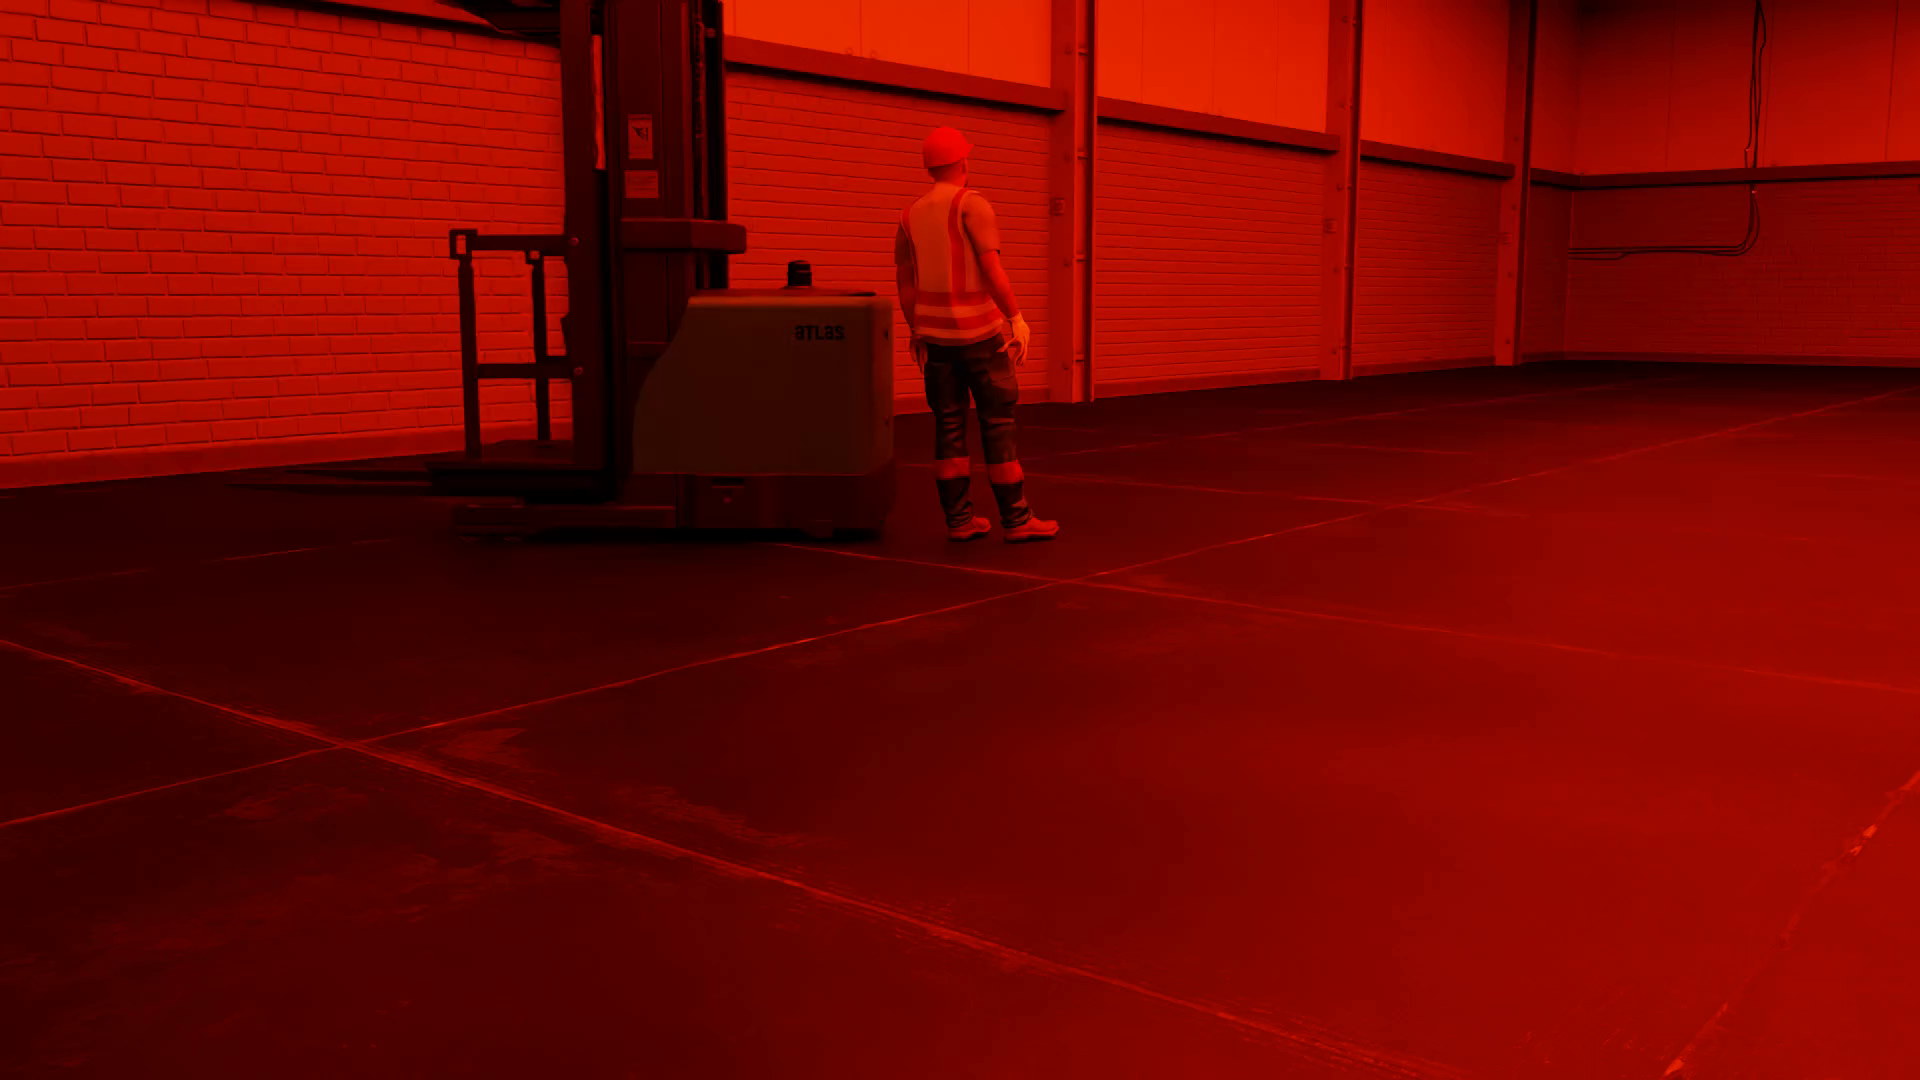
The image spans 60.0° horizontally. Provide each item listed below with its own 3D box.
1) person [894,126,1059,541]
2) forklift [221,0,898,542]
[{"bbox_3d":[0.060,-0.900,7.328,0.637,1.787,0.564,7,11,38],"label":"person"},{"bbox_3d":[-1.847,-1.517,7.648,3.031,2.935,1.130,1,8,4],"label":"forklift"}]
